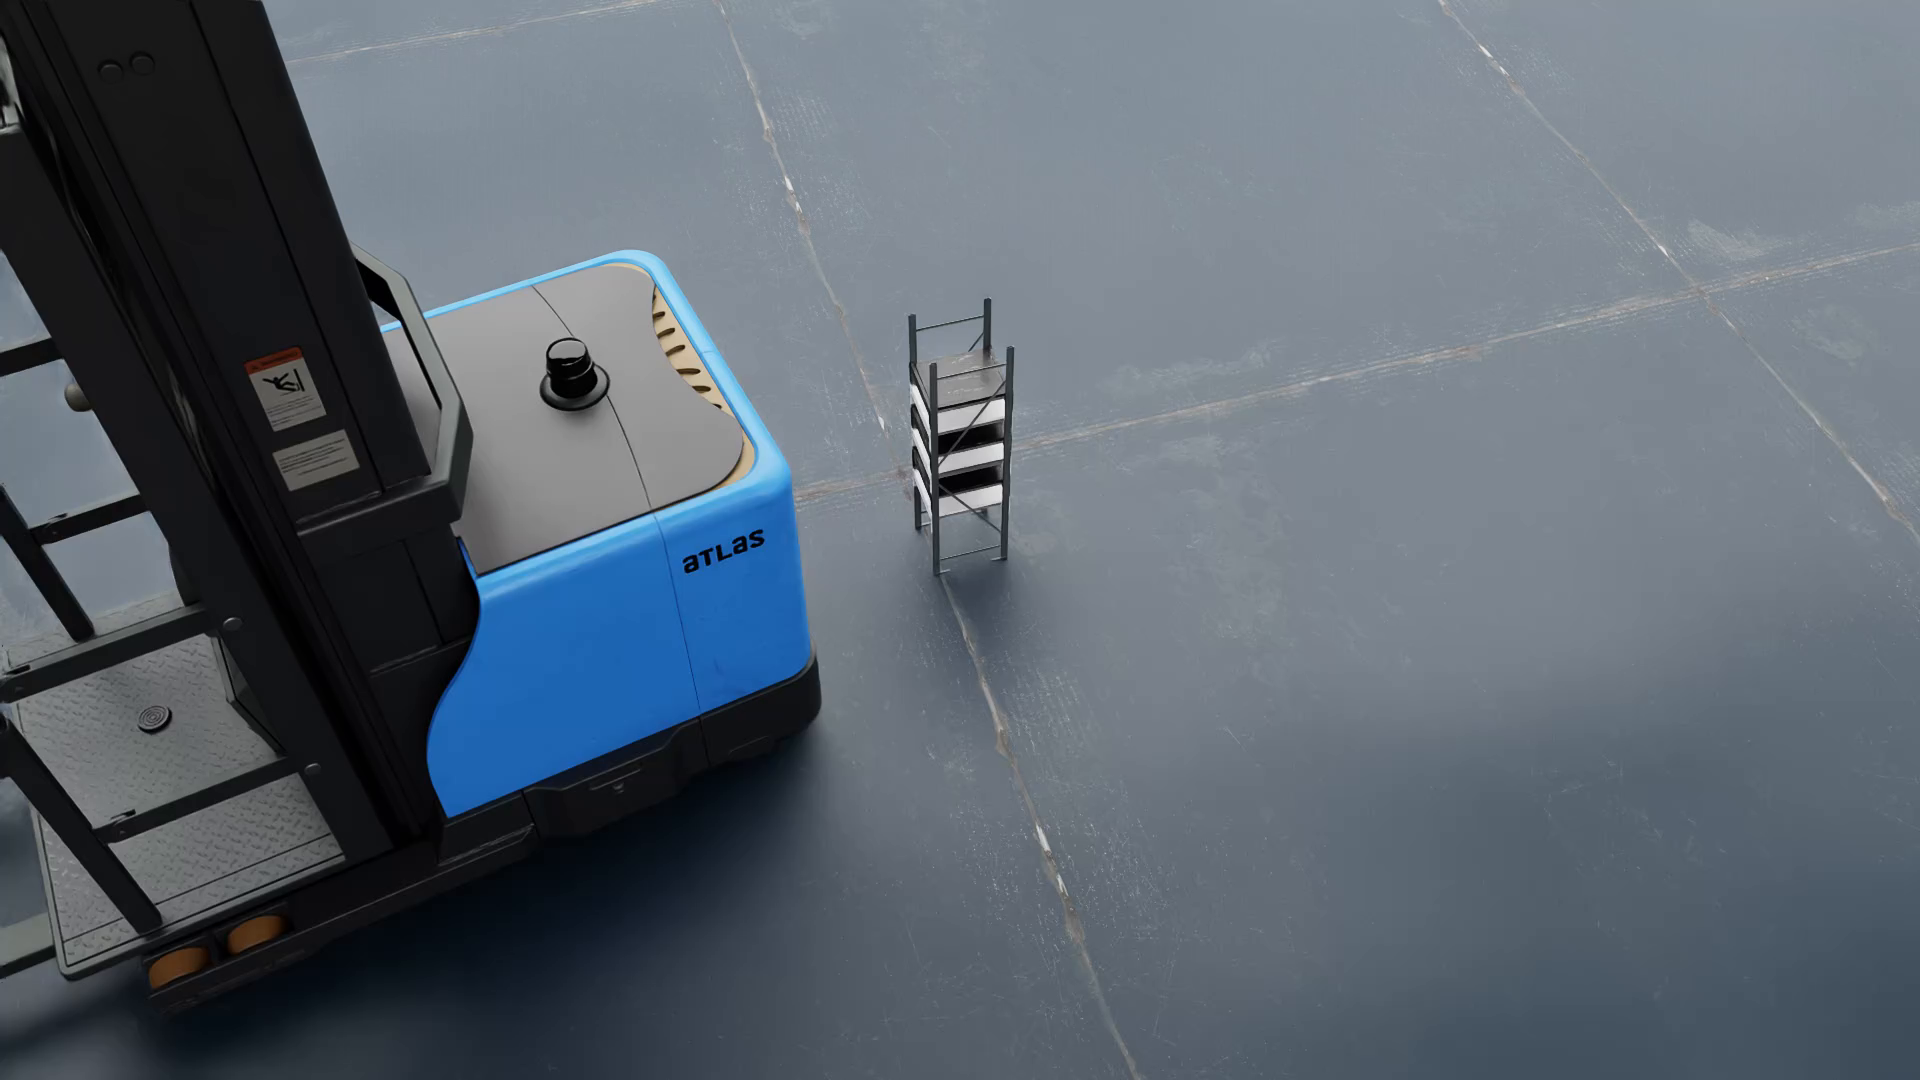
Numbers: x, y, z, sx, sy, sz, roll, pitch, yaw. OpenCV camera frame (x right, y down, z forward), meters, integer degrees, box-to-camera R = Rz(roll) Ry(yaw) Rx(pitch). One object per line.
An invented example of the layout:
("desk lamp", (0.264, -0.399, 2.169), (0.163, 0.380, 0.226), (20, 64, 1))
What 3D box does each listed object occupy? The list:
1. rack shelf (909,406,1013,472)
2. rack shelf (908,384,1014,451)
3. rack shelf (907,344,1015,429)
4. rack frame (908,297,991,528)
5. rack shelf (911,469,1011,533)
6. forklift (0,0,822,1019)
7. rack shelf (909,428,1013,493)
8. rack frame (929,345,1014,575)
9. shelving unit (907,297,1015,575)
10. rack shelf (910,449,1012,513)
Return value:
("rack shelf", (0.002, -0.321, 4.858), (0.258, 0.077, 0.200), (-13, 51, -11))
("rack shelf", (0.002, -0.379, 4.789), (0.258, 0.077, 0.200), (-13, 51, -11))
("rack shelf", (0.002, -0.437, 4.720), (0.258, 0.077, 0.200), (-13, 51, -11))
("rack frame", (-0.028, -0.358, 4.964), (0.240, 0.900, 0.006), (-13, 51, -11))
("rack shelf", (0.002, -0.147, 5.064), (0.258, 0.077, 0.200), (-13, 51, -11))
("forklift", (-1.945, -0.219, 3.518), (3.031, 2.935, 1.130), (-22, 53, -17))
("rack shelf", (0.002, -0.263, 4.926), (0.258, 0.077, 0.200), (-13, 51, -11))
("rack frame", (0.032, -0.210, 4.838), (0.240, 0.900, 0.006), (-13, 51, -11))
("shelving unit", (0.002, -0.284, 4.901), (0.258, 0.900, 0.210), (-13, 51, -11))
("rack shelf", (0.002, -0.205, 4.995), (0.258, 0.077, 0.200), (-13, 51, -11))
